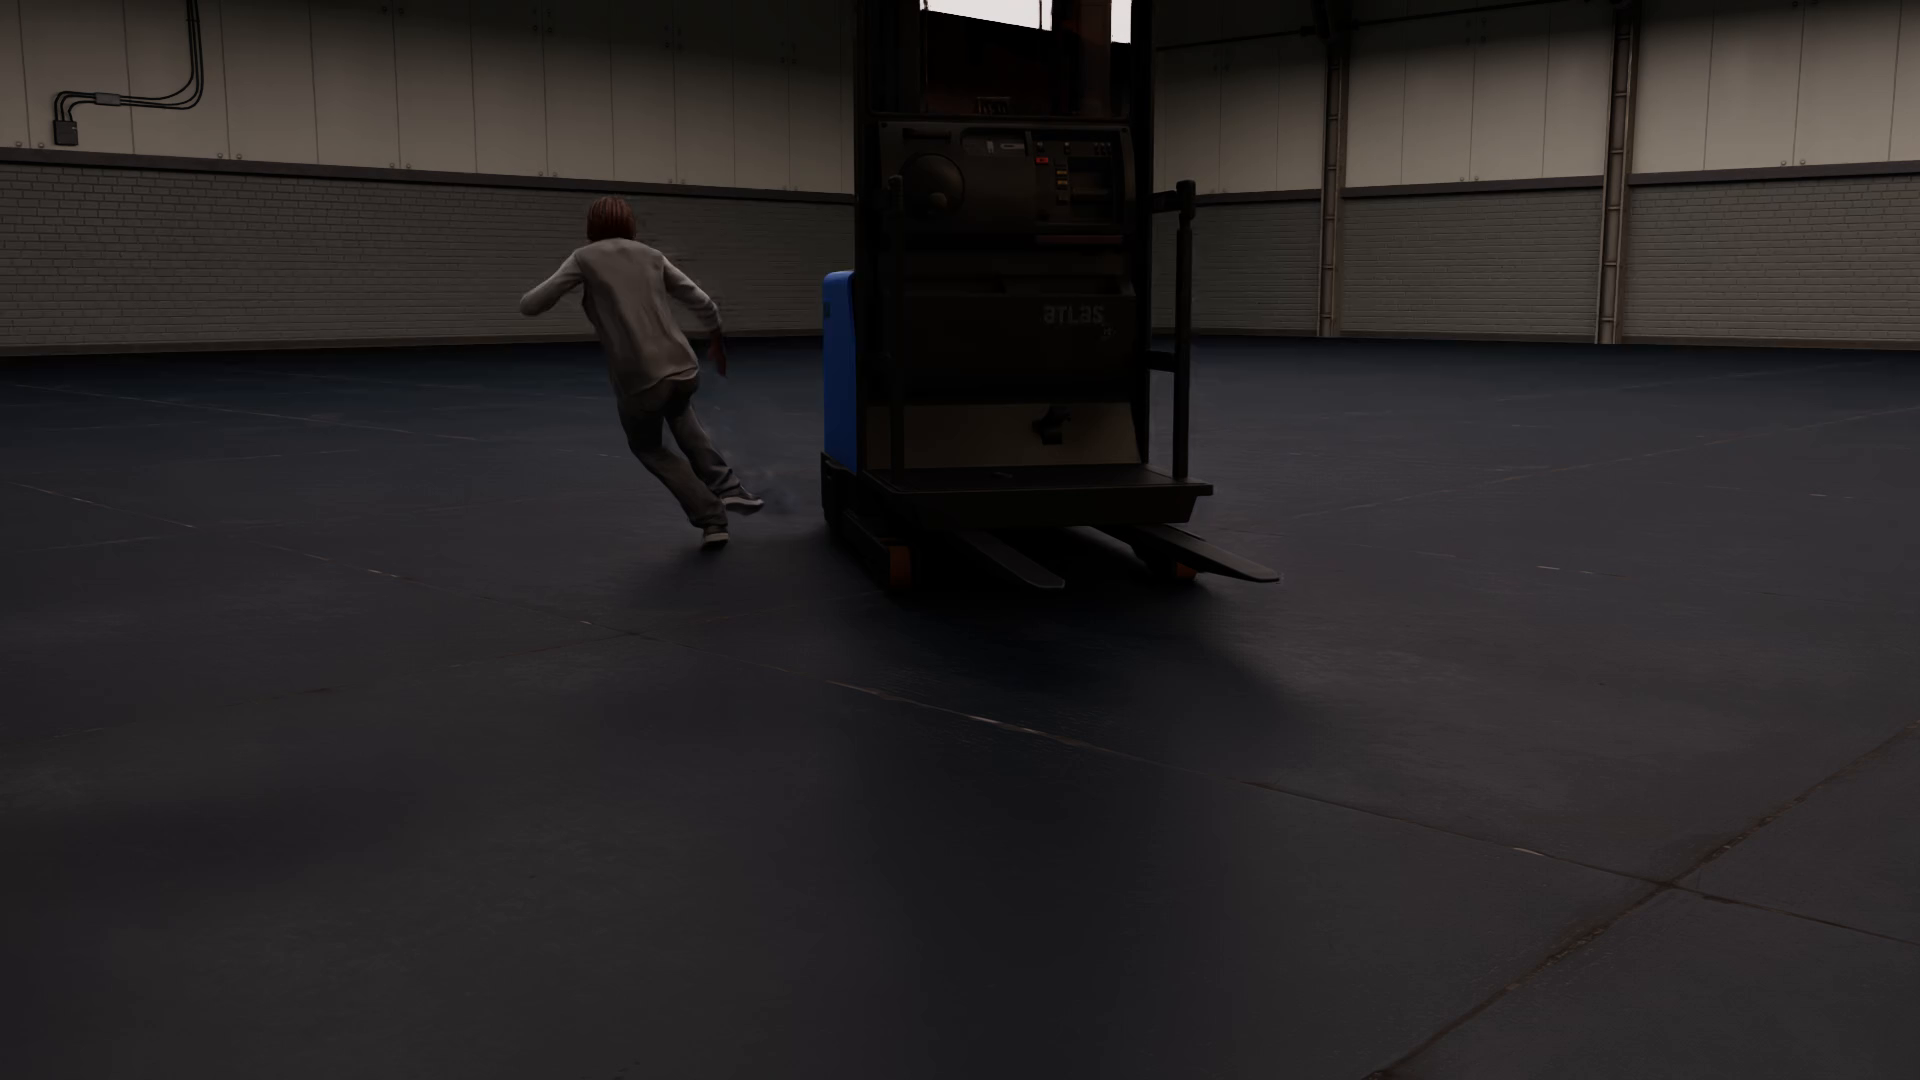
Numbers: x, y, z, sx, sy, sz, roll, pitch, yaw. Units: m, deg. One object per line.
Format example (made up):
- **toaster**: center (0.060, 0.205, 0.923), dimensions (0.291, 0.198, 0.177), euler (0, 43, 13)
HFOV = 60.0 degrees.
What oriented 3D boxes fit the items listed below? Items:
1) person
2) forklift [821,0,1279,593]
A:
- **person**: center (-1.233, -0.655, 6.564), dimensions (0.915, 1.364, 0.839), euler (-7, 11, -37)
- **forklift**: center (0.218, -1.332, 5.718), dimensions (1.130, 2.935, 3.031), euler (-2, 9, -12)
